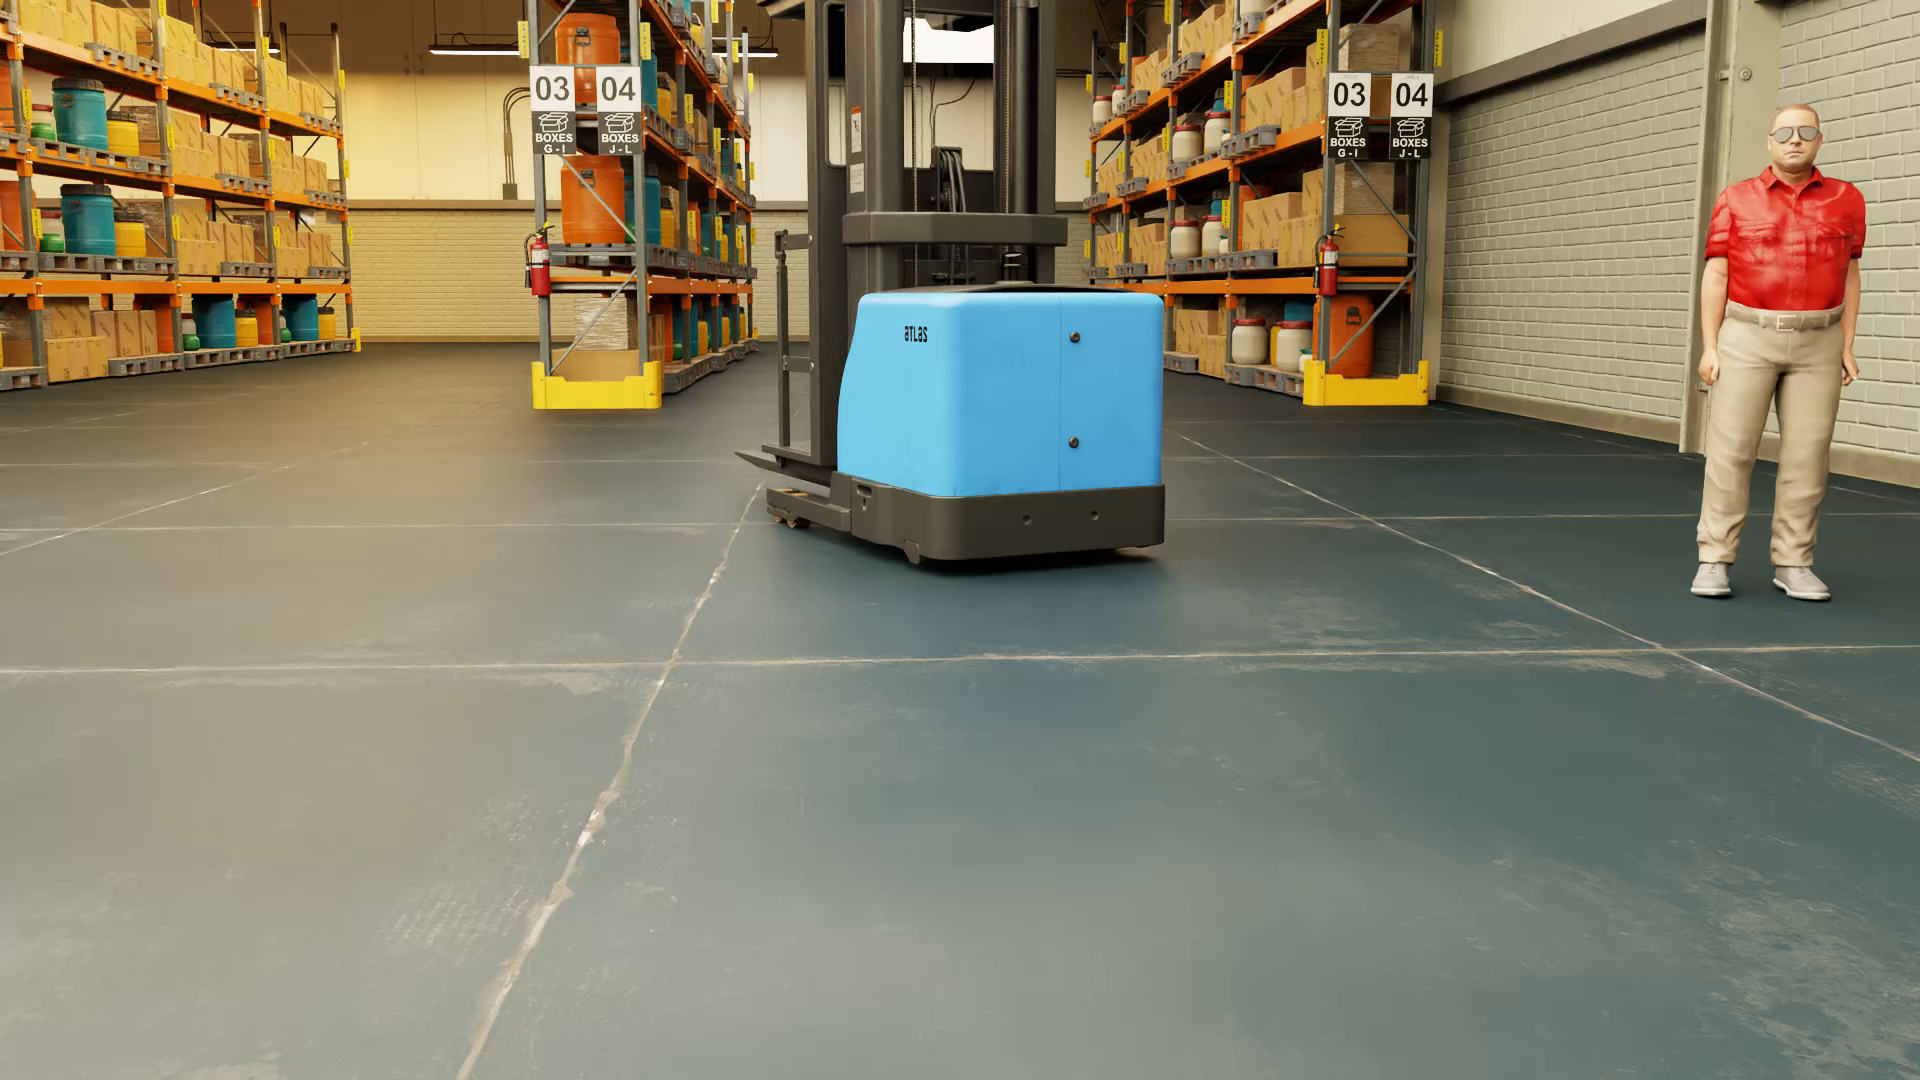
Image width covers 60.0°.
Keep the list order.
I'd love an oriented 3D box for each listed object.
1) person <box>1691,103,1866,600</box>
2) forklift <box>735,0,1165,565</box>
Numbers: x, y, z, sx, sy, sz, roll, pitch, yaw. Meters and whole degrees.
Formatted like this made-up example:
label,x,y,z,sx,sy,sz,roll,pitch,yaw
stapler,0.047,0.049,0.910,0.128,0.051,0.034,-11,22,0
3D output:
label,x,y,z,sx,sy,sz,roll,pitch,yaw
person,2.906,-0.662,5.893,0.525,1.730,0.369,2,9,14
forklift,-0.264,-1.530,7.637,1.130,2.935,3.031,-4,9,-25
